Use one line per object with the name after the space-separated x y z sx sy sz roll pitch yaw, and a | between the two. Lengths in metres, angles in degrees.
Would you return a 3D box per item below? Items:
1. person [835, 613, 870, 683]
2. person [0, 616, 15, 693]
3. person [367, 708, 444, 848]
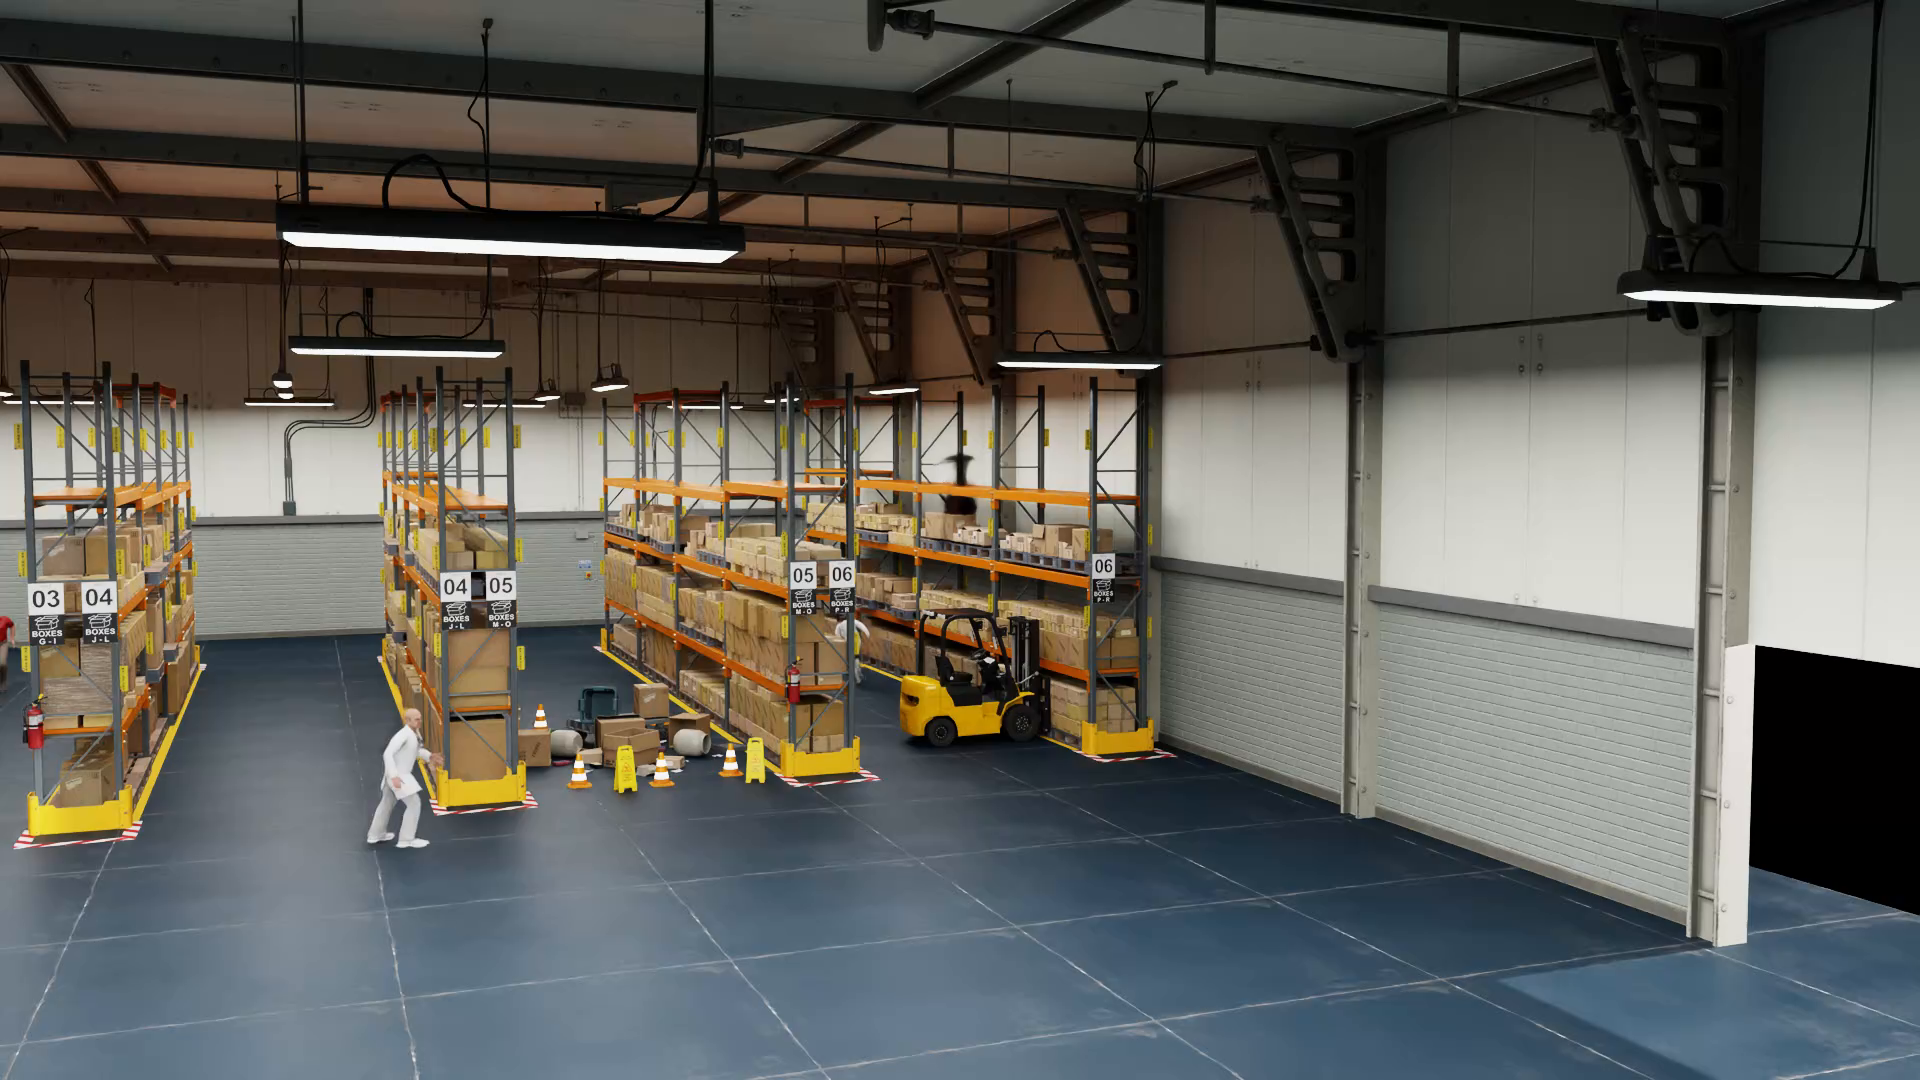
-2.259 2.216 34.268 0.622 1.426 0.944 -1 4 -17 | person
-19.140 2.169 33.019 0.613 1.769 0.832 -1 4 -20 | person
-6.846 2.919 20.510 0.925 1.716 0.706 -1 4 -17 | person
